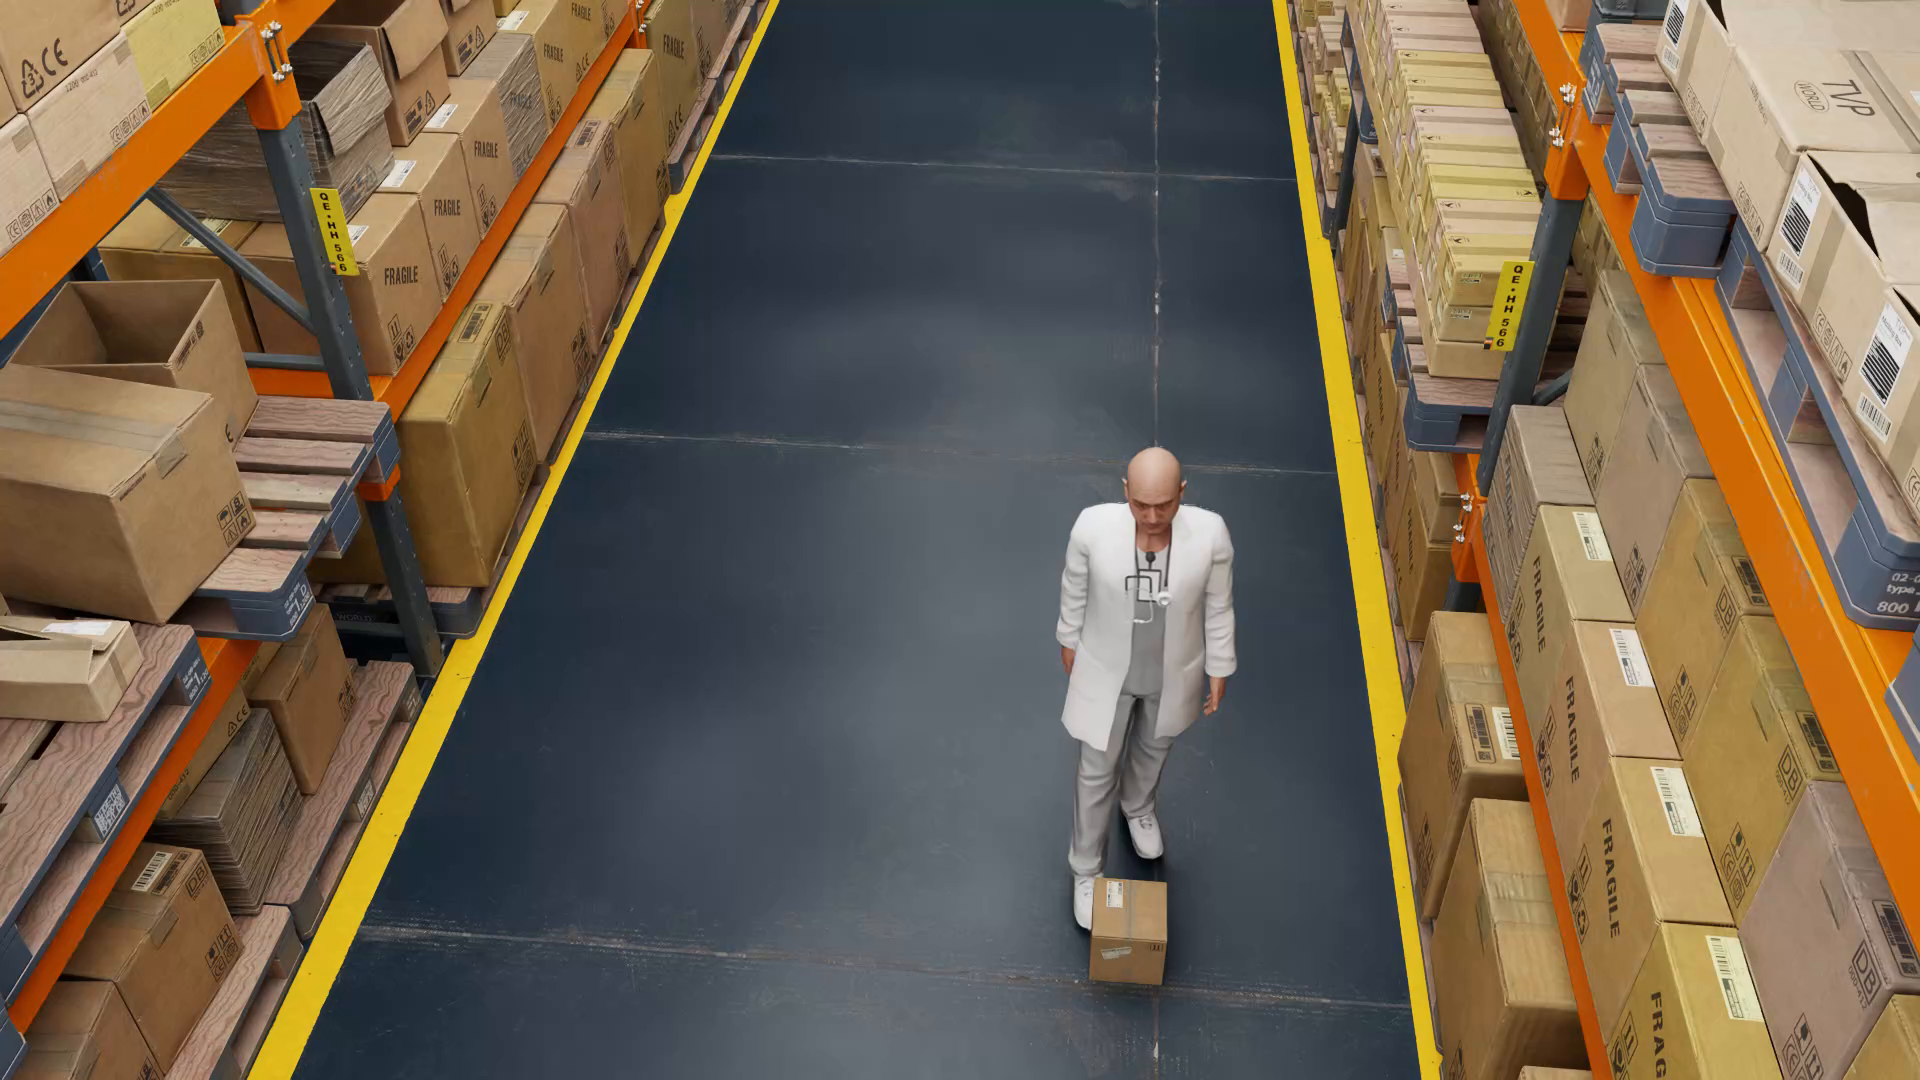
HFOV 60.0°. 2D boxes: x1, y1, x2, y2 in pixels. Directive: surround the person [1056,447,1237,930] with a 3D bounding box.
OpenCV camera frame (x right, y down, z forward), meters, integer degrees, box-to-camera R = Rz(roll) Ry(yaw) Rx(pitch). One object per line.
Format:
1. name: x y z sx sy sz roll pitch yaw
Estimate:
1. person: 0.634 0.500 5.545 0.602 1.771 0.705 0 40 0
